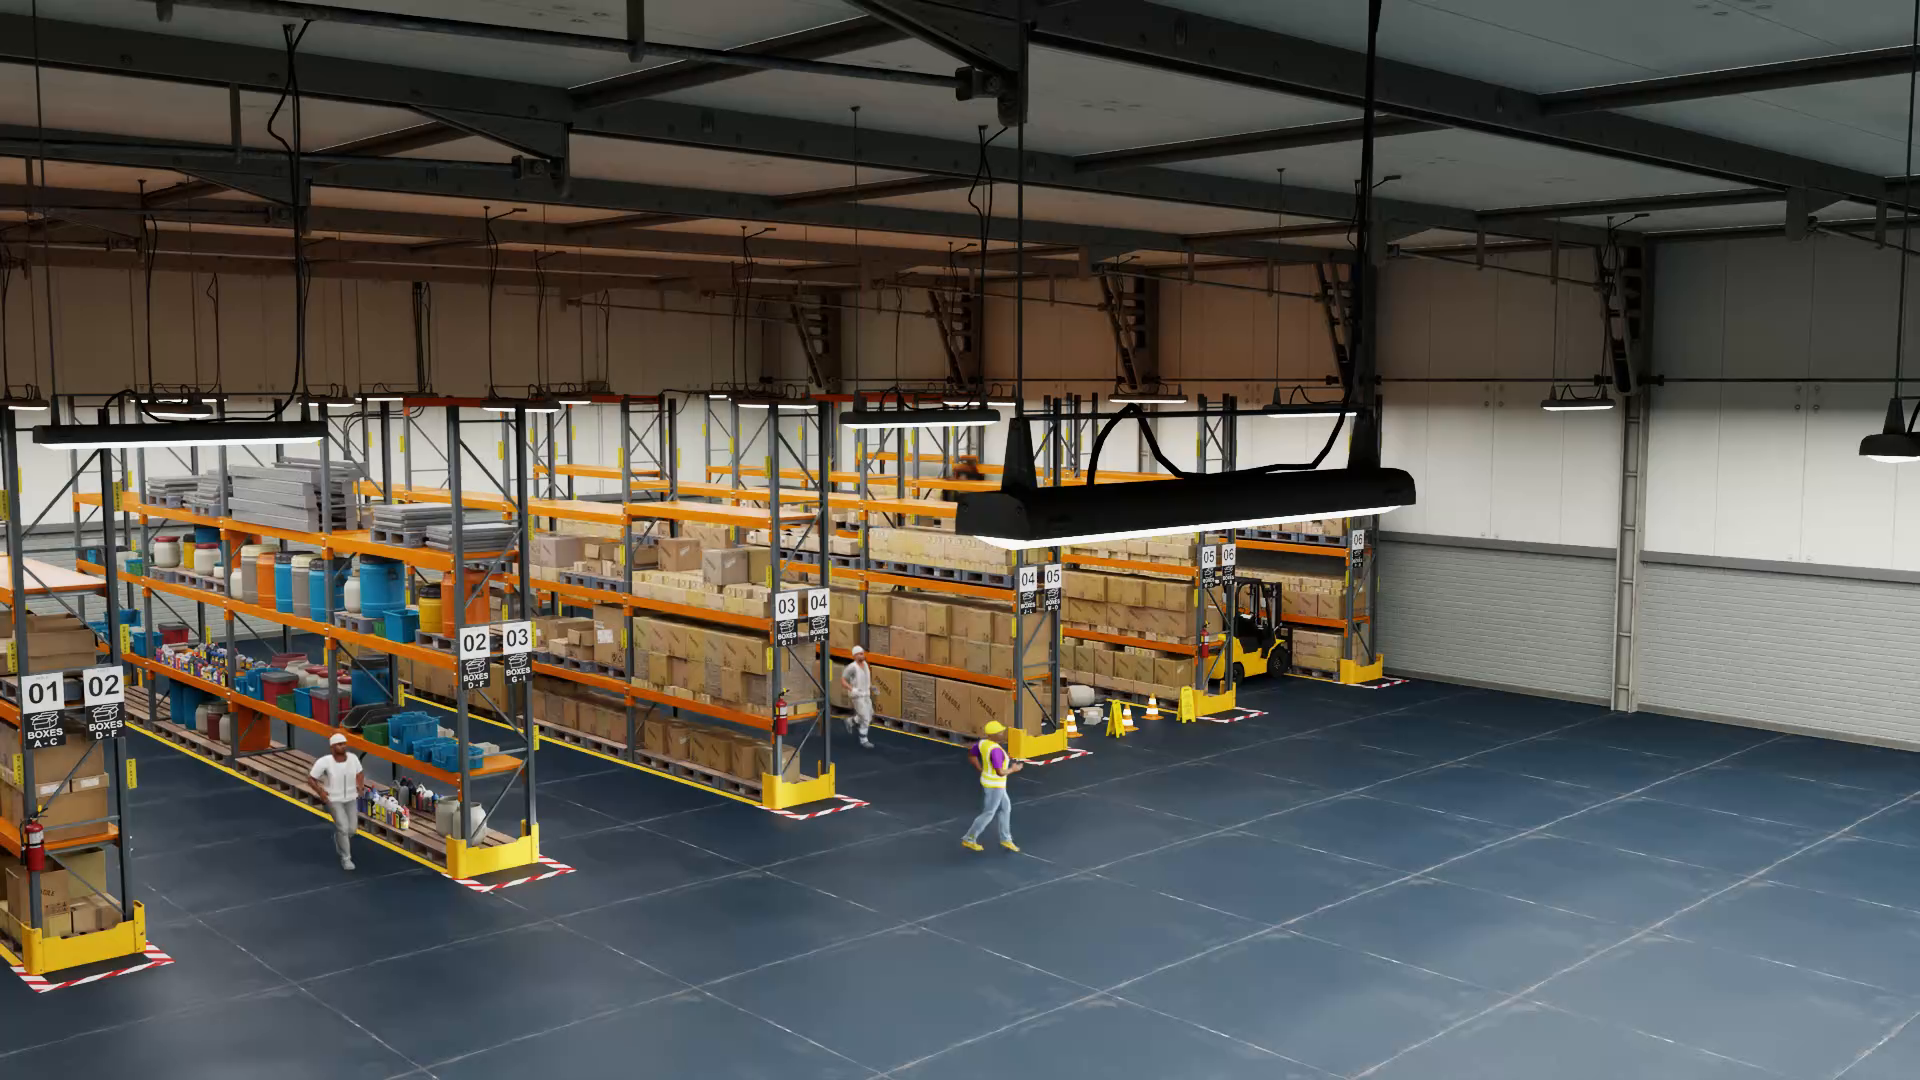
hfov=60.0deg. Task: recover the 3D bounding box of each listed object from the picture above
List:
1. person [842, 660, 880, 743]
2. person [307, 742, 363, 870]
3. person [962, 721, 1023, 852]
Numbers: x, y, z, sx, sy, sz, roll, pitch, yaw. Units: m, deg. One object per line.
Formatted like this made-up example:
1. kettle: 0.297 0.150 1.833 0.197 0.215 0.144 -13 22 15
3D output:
1. person: -1.738 2.785 28.700 0.519 1.443 0.628 4 7 35
2. person: -8.089 3.394 21.642 0.708 1.708 0.714 -5 8 -45
3. person: 0.428 3.311 22.131 0.830 1.824 0.681 -1 6 -11
